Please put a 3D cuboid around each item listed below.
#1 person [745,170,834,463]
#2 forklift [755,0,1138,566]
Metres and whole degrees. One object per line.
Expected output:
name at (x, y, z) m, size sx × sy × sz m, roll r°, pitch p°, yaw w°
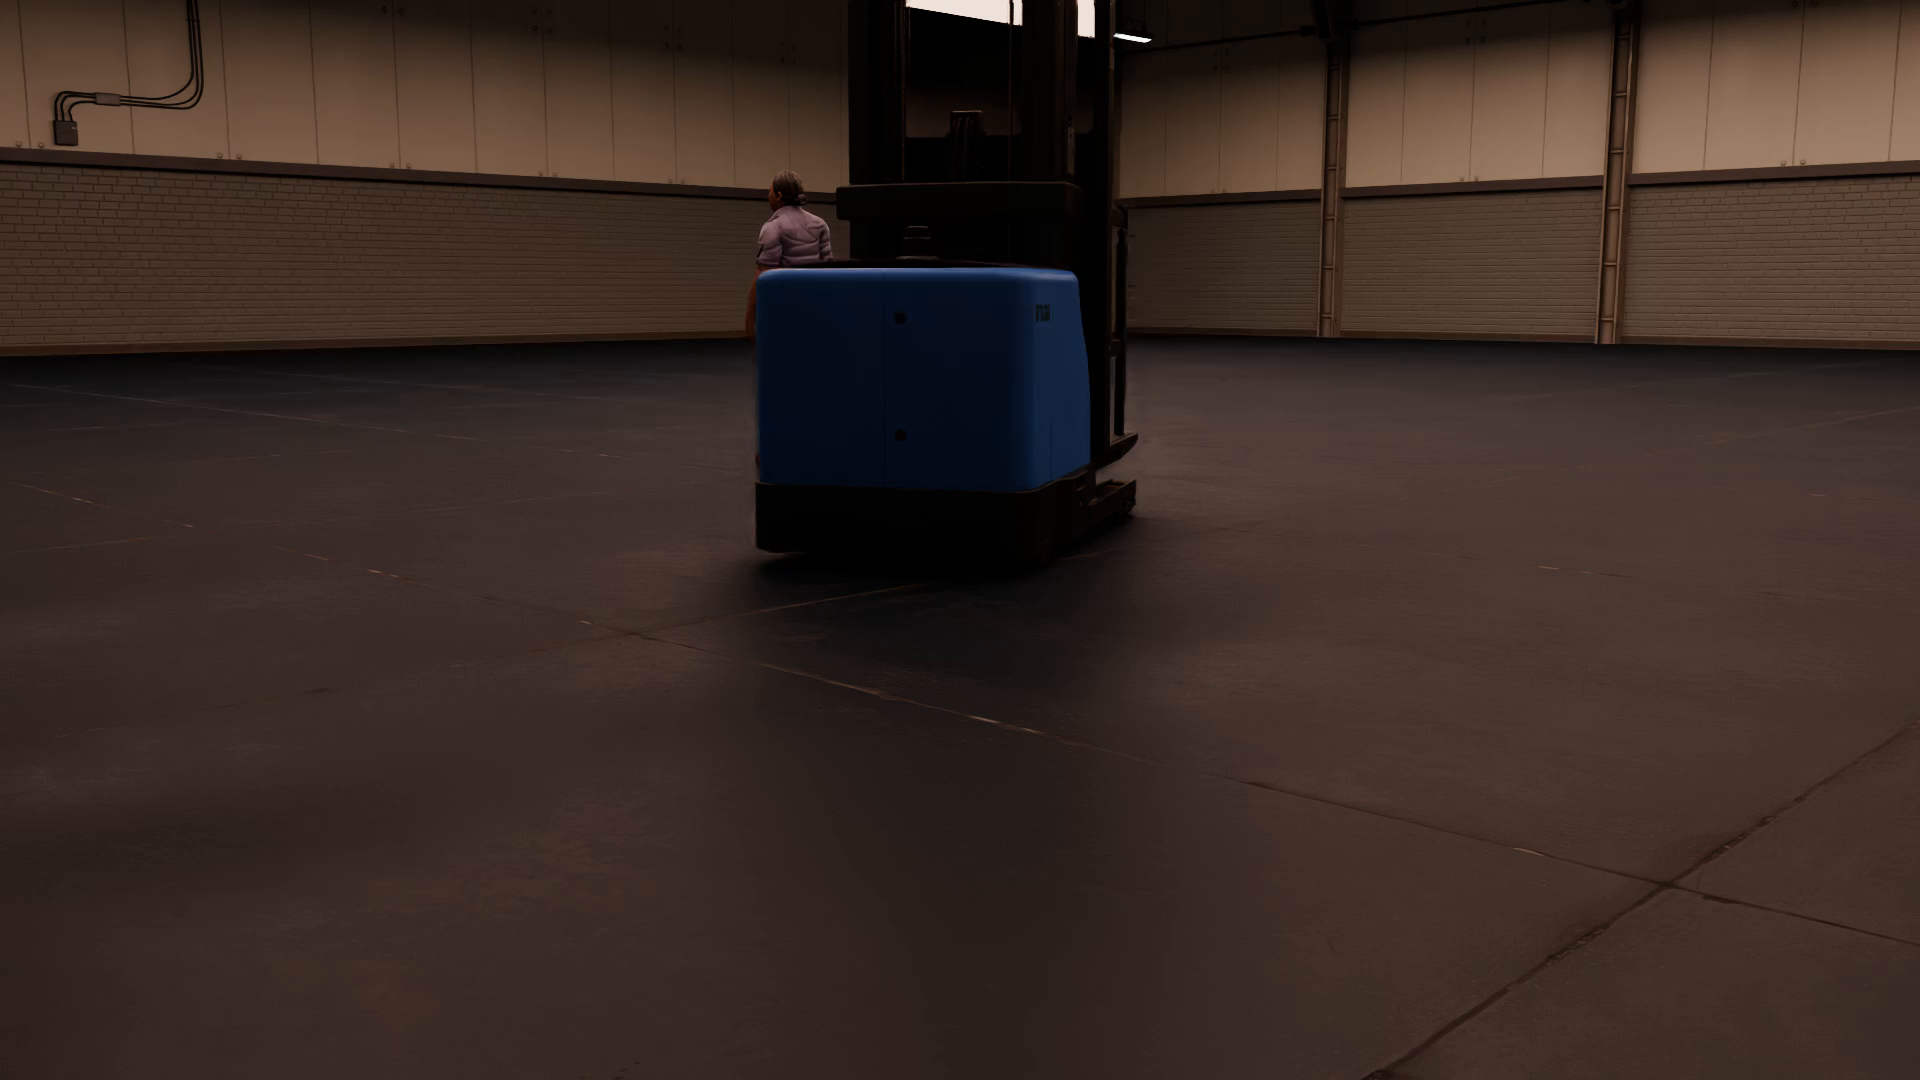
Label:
person at (-1.021, -1.261, 9.517) m, size 0.502 × 1.651 × 0.598 m, roll 8°, pitch 12°, yaw 44°
forklift at (0.158, -1.538, 7.090) m, size 1.130 × 2.935 × 3.031 m, roll 2°, pitch 9°, yaw 16°
